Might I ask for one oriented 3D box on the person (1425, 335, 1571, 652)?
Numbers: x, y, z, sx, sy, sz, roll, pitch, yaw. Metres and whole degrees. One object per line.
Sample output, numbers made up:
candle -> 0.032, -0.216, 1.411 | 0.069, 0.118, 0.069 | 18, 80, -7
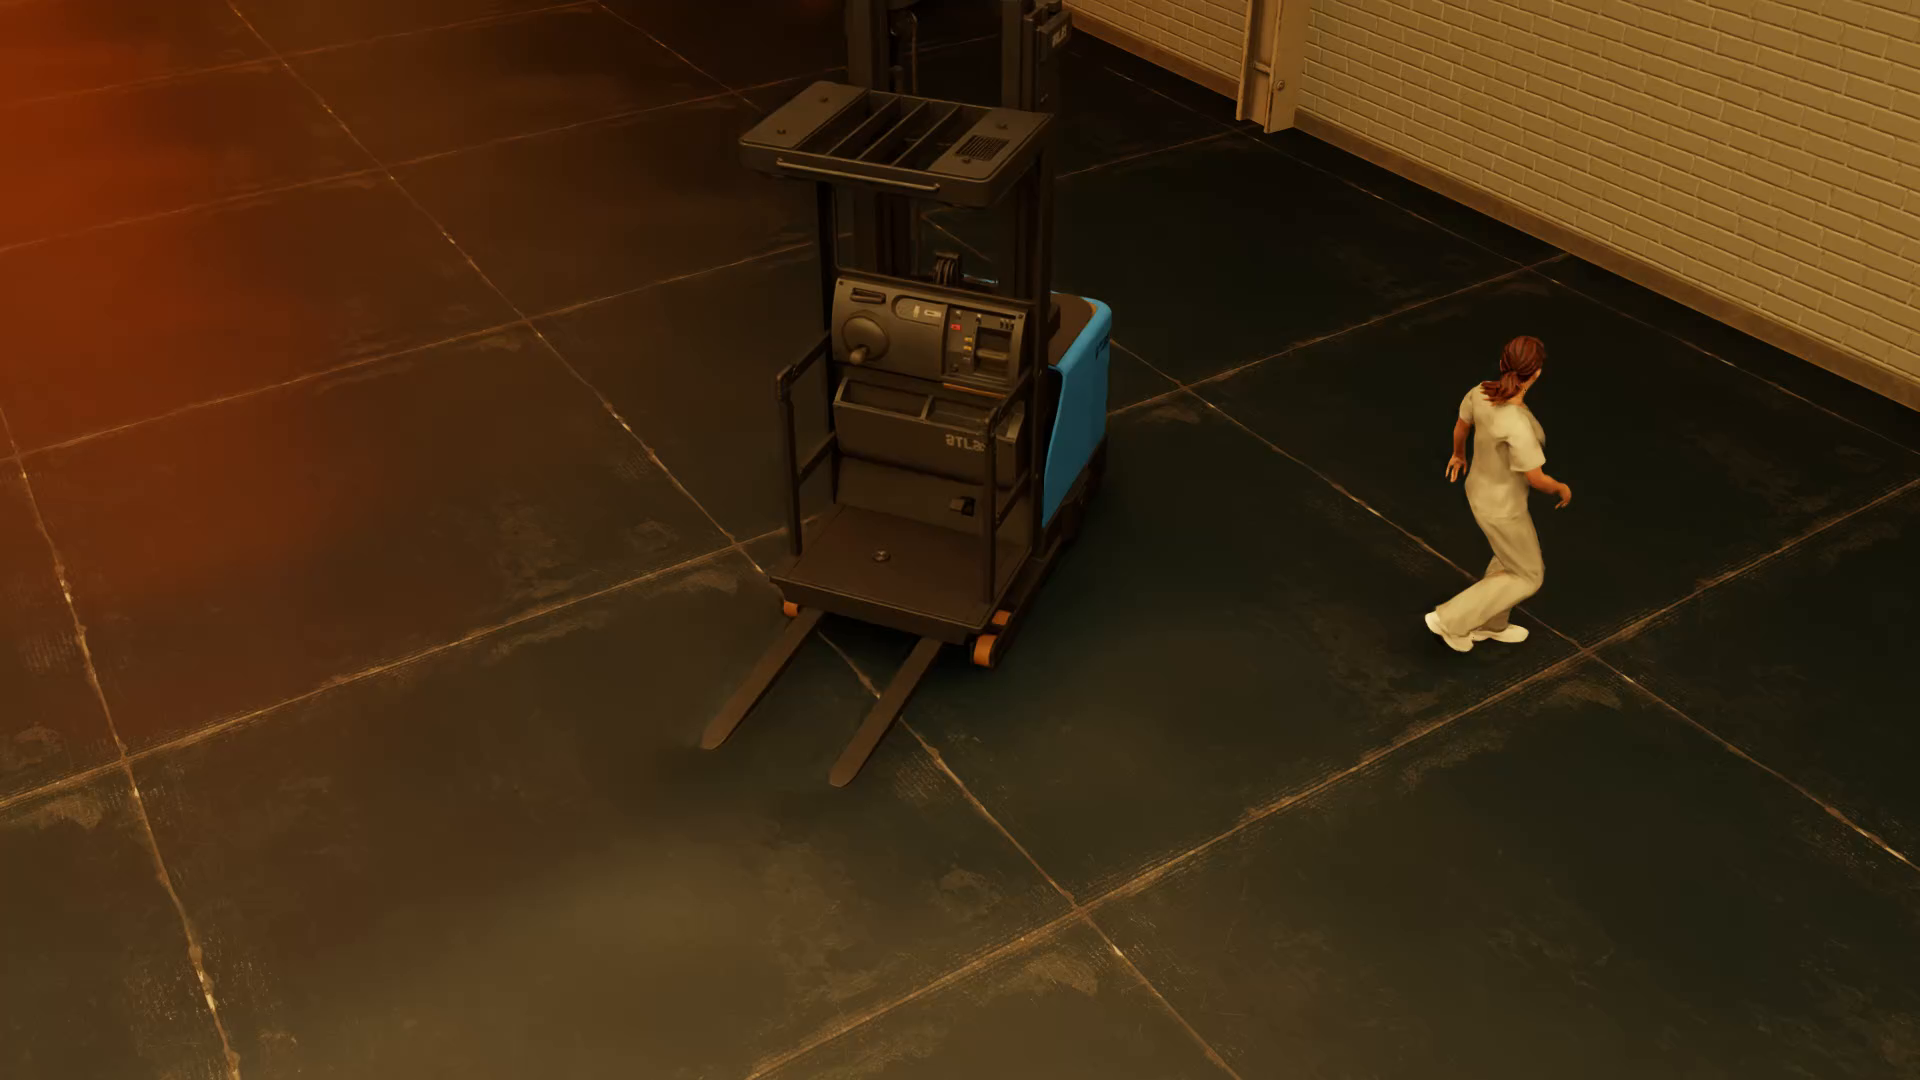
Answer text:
person -> 2.466, -0.207, 7.583 | 0.557, 1.630, 0.616 | 2, 35, 2

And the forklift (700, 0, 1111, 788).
forklift -> -0.227, -0.874, 7.391 | 1.130, 2.935, 3.031 | 13, 37, 18
